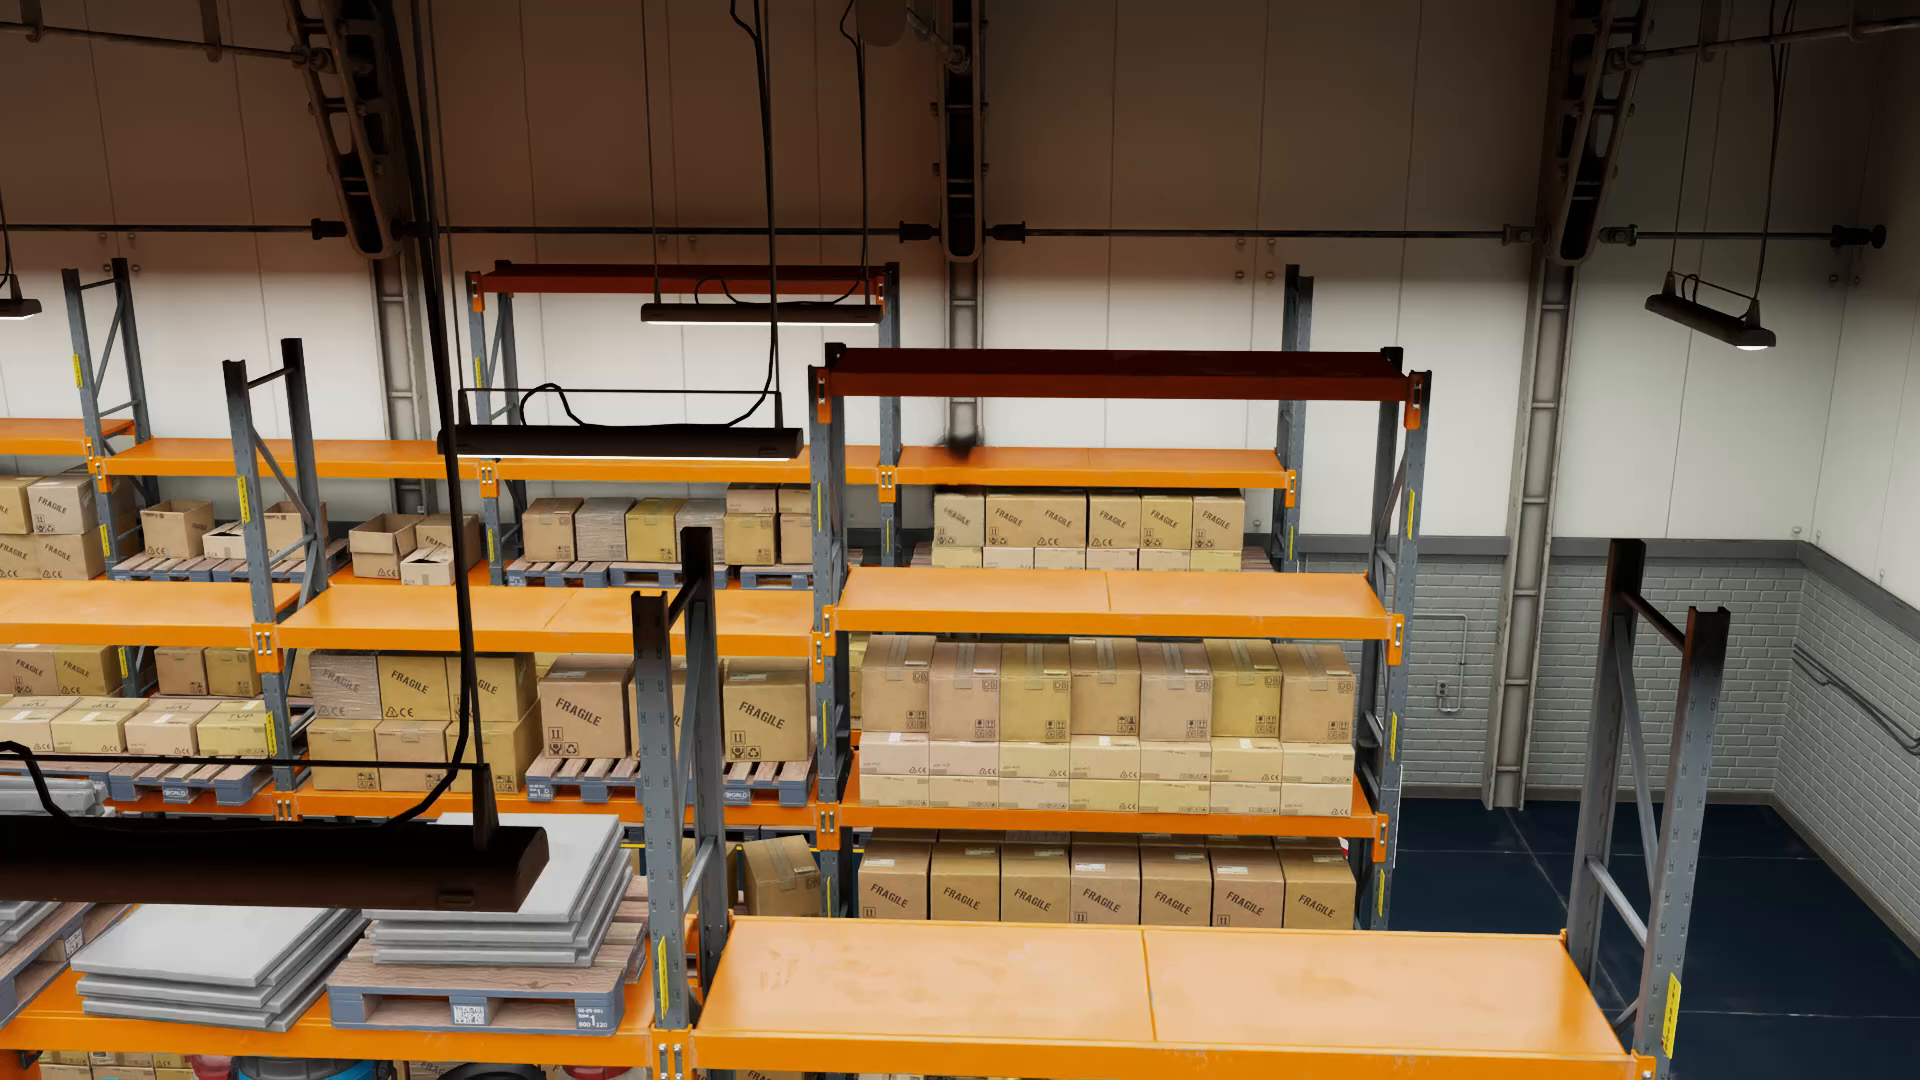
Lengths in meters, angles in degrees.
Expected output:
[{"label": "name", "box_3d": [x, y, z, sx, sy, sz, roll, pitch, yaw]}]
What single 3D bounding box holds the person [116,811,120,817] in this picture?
[{"label": "person", "box_3d": [-7.676, 3.080, 15.035, 0.582, 1.720, 0.352, 0, 16, 1]}]
